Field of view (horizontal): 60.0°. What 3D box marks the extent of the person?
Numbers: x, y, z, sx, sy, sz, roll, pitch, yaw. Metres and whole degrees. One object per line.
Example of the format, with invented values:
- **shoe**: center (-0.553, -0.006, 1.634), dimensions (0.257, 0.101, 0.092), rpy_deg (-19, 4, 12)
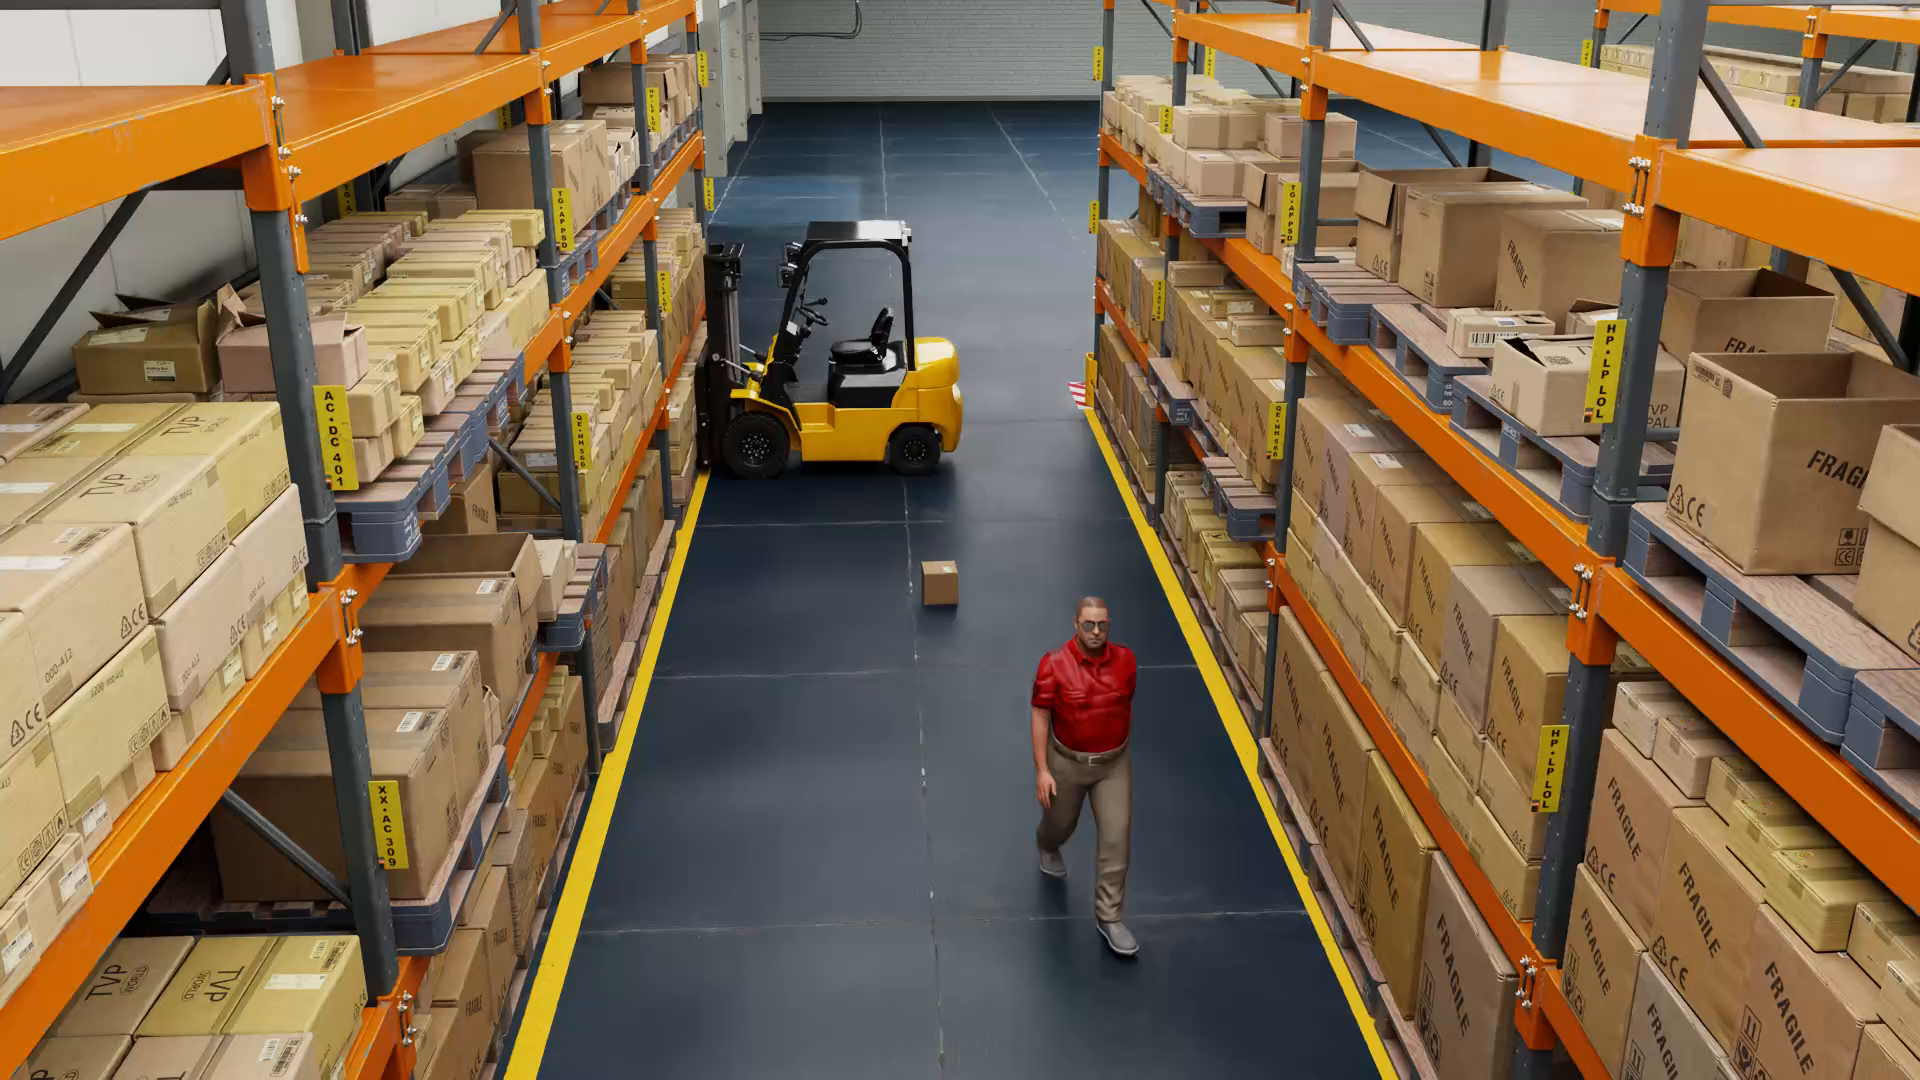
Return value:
- **person**: center (0.609, 1.082, 8.159), dimensions (0.552, 1.681, 0.985), rpy_deg (-4, 21, -11)
